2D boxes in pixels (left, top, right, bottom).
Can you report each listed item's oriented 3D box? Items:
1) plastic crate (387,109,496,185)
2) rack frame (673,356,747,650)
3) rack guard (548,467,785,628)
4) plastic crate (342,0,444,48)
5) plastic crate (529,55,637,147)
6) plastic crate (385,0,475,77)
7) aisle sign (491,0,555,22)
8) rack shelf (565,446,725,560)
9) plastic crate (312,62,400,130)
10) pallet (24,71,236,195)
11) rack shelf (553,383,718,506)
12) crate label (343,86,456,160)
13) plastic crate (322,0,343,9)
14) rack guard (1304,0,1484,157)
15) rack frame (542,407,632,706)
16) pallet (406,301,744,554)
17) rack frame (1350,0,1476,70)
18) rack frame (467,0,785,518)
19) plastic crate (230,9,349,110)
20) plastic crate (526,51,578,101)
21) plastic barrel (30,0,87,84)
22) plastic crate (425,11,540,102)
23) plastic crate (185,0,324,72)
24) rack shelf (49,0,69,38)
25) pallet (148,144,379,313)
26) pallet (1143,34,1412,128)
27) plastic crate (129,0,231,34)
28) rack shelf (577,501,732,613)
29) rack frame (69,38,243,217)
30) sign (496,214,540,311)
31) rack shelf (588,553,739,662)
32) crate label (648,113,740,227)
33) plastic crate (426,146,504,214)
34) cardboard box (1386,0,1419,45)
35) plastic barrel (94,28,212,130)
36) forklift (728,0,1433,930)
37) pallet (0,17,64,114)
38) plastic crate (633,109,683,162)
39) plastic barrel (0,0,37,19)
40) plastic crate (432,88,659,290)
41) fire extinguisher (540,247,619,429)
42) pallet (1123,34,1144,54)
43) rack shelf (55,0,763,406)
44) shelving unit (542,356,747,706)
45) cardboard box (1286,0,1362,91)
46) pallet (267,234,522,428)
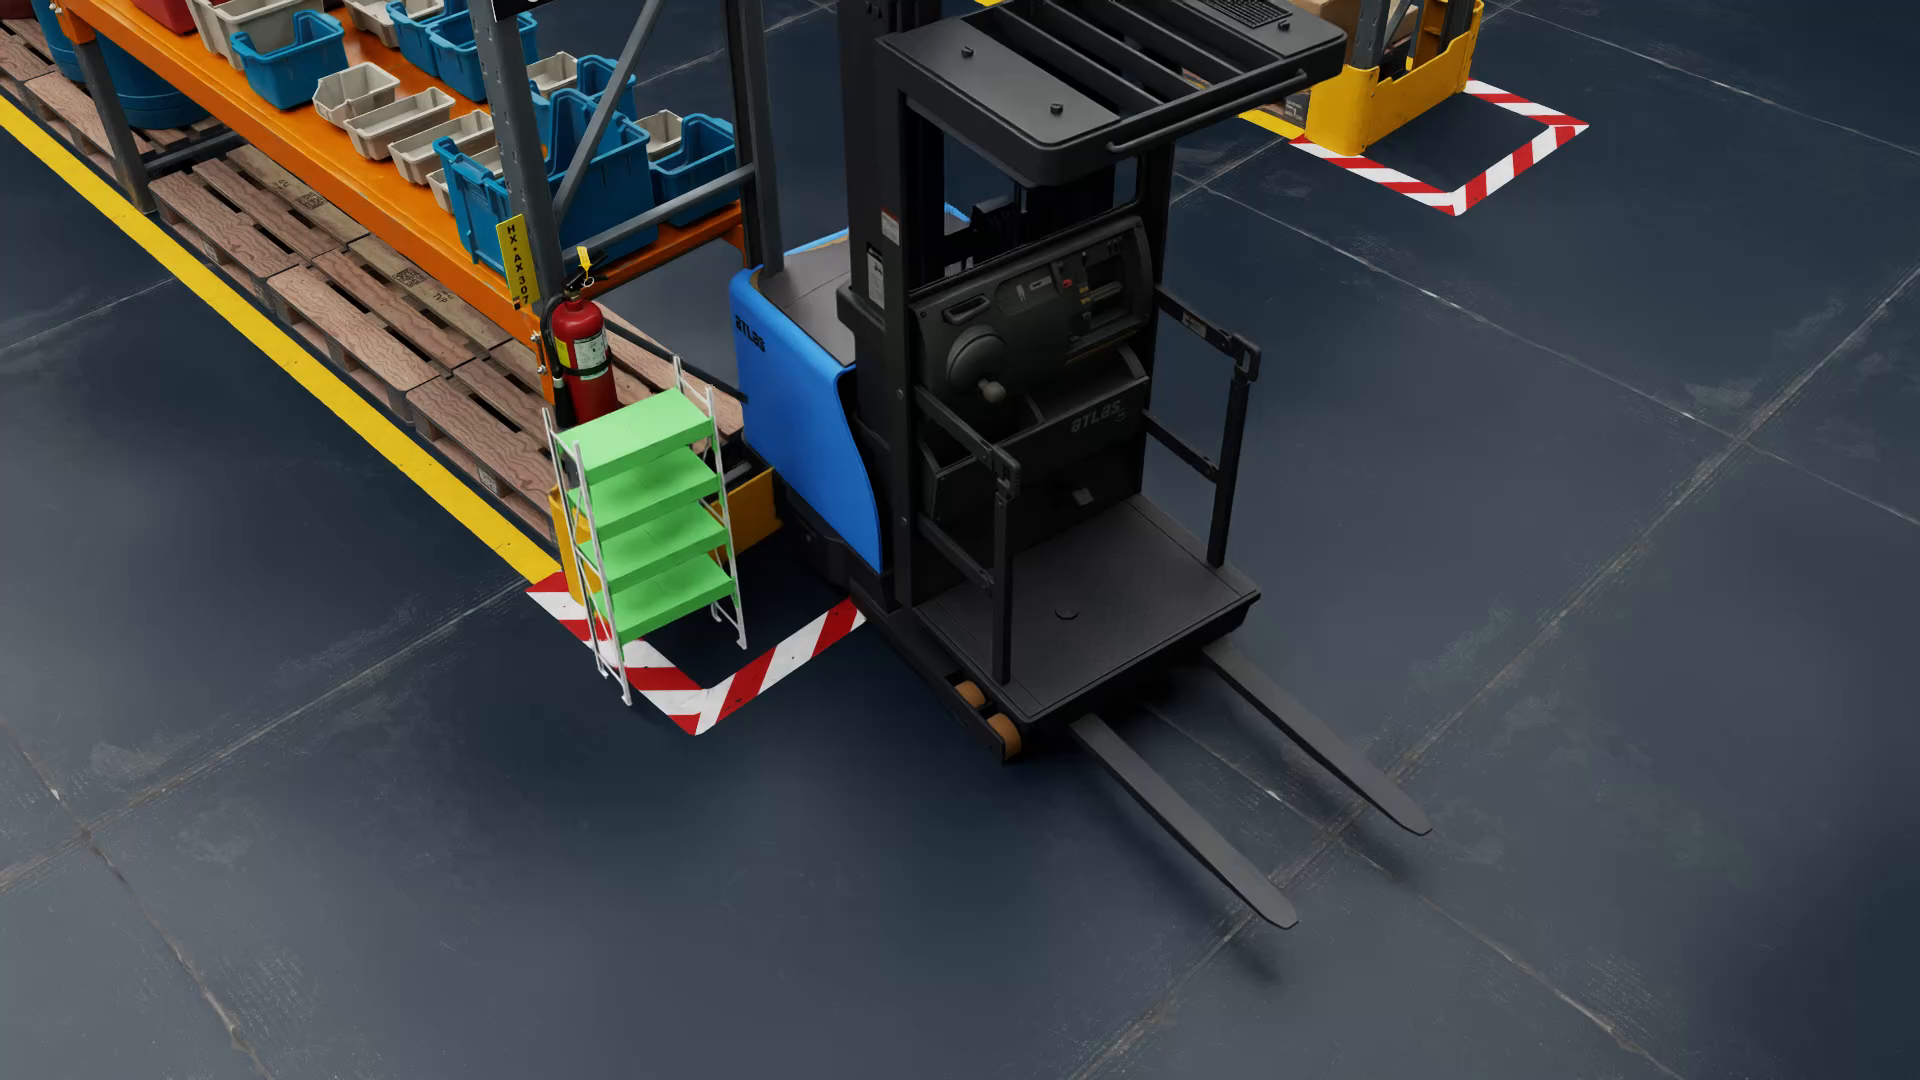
[{"bbox_3d":[-1.952,-1.486,6.298,0.396,0.136,0.243,-34,53,-31],"label":"plastic crate"},{"bbox_3d":[-0.891,-0.106,5.973,0.015,1.200,0.240,-26,46,-26],"label":"rack frame"},{"bbox_3d":[-1.027,-0.186,6.583,1.175,0.500,0.348,-34,53,-31],"label":"rack guard"},{"bbox_3d":[-2.435,-2.264,7.140,0.293,0.136,0.466,-34,53,-31],"label":"plastic crate"},{"bbox_3d":[-1.459,-1.663,6.418,0.416,0.233,0.300,-34,53,-31],"label":"plastic crate"},{"bbox_3d":[-2.136,-2.123,6.917,0.416,0.233,0.300,-34,53,-31],"label":"plastic crate"},{"bbox_3d":[-1.210,-1.889,4.669,0.394,0.787,0.004,-34,53,-31],"label":"aisle sign"},{"bbox_3d":[-1.090,-0.144,5.750,0.480,0.148,0.258,-26,46,-26],"label":"rack shelf"},{"bbox_3d":[-2.388,-1.741,6.574,0.298,0.136,0.250,-34,53,-31],"label":"plastic crate"},{"bbox_3d":[-4.393,-2.398,9.190,1.003,0.211,1.213,-34,53,-31],"label":"pallet"},{"bbox_3d":[-1.093,-0.327,5.595,0.480,0.148,0.258,-26,46,-26],"label":"rack shelf"},{"bbox_3d":[-2.166,-1.608,6.430,0.396,0.136,0.243,-34,53,-31],"label":"crate label"},{"bbox_3d":[-2.897,-2.543,7.451,0.437,0.125,0.590,-34,53,-31],"label":"plastic crate"},{"bbox_3d":[2.403,-2.600,9.195,1.175,0.500,0.348,-34,53,-31],"label":"rack guard"},{"bbox_3d":[-1.283,0.086,5.756,0.015,1.200,0.240,-26,46,-26],"label":"rack frame"},{"bbox_3d":[-1.608,-0.500,7.136,1.003,0.211,1.213,-34,53,-31],"label":"pallet"},{"bbox_3d":[2.457,-3.482,8.308,1.000,3.000,0.127,-34,53,-31],"label":"rack frame"},{"bbox_3d":[-1.053,-1.109,5.740,1.000,3.000,0.127,-34,53,-31],"label":"rack frame"},{"bbox_3d":[-2.685,-1.934,6.712,0.416,0.233,0.300,-34,53,-31],"label":"plastic crate"},{"bbox_3d":[-1.641,-1.831,6.671,0.250,0.136,0.298,-34,53,-31],"label":"plastic crate"},{"bbox_3d":[-4.750,-3.025,9.050,0.600,0.901,0.708,-34,53,-31],"label":"plastic barrel"},{"bbox_3d":[-1.924,-1.979,6.761,0.416,0.233,0.300,-34,53,-31],"label":"plastic crate"},{"bbox_3d":[-2.930,-2.188,6.951,0.437,0.282,0.530,-34,53,-31],"label":"plastic crate"},{"bbox_3d":[-5.290,-3.728,9.105,1.077,0.370,4.000,-34,53,-31],"label":"rack shelf"},{"bbox_3d":[-3.331,-1.673,8.405,1.003,0.211,1.213,-34,53,-31],"label":"pallet"},{"bbox_3d":[1.839,-2.877,9.708,1.003,0.211,1.213,-34,53,-31],"label":"pallet"},{"bbox_3d":[-3.425,-2.528,7.184,0.402,0.464,0.583,-34,53,-31],"label":"plastic crate"},{"bbox_3d":[-1.086,0.038,5.906,0.480,0.148,0.258,-26,46,-26],"label":"rack shelf"},{"bbox_3d":[-3.878,-3.032,7.820,1.000,3.000,0.127,-34,53,-31],"label":"rack frame"},{"bbox_3d":[-1.431,-0.898,5.391,0.100,0.325,0.005,-34,53,-31],"label":"sign"},{"bbox_3d":[-1.083,0.221,6.061,0.480,0.148,0.258,-26,46,-26],"label":"rack shelf"},{"bbox_3d":[-0.994,-1.346,6.076,0.416,0.233,0.303,-34,53,-31],"label":"crate label"},{"bbox_3d":[-1.757,-1.340,6.140,0.396,0.136,0.243,-34,53,-31],"label":"plastic crate"},{"bbox_3d":[2.404,-2.962,9.522,0.380,0.149,0.250,-34,53,-31],"label":"cardboard box"},{"bbox_3d":[-4.250,-2.685,8.682,0.600,0.901,0.708,-34,53,-31],"label":"plastic barrel"},{"bbox_3d":[0.383,-0.675,5.321,1.130,2.935,3.031,-26,49,-26],"label":"forklift"},{"bbox_3d":[-5.259,-2.984,9.824,1.003,0.211,1.213,-34,53,-31],"label":"pallet"},{"bbox_3d":[-1.162,-1.505,6.318,0.250,0.136,0.298,-34,53,-31],"label":"plastic crate"},{"bbox_3d":[-5.548,-3.453,9.744,0.600,0.588,0.708,-34,53,-31],"label":"plastic barrel"},{"bbox_3d":[-1.422,-1.216,5.785,0.616,0.435,0.499,-34,53,-31],"label":"plastic crate"},{"bbox_3d":[-1.268,-0.654,5.579,0.296,0.674,0.183,-34,53,-31],"label":"fire extinguisher"},{"bbox_3d":[0.982,-3.463,10.342,1.003,0.211,1.213,-34,53,-31],"label":"pallet"},{"bbox_3d":[-2.465,-1.806,7.025,1.077,0.370,4.000,-34,53,-31],"label":"rack shelf"},{"bbox_3d":[-1.087,-0.010,5.864,0.503,1.200,0.258,-26,46,-26],"label":"shelving unit"},{"bbox_3d":[1.898,-2.868,9.162,0.500,0.500,0.500,-34,53,-31],"label":"cardboard box"},{"bbox_3d":[-2.465,-1.086,7.770,1.003,0.211,1.213,-34,53,-31],"label":"pallet"}]
